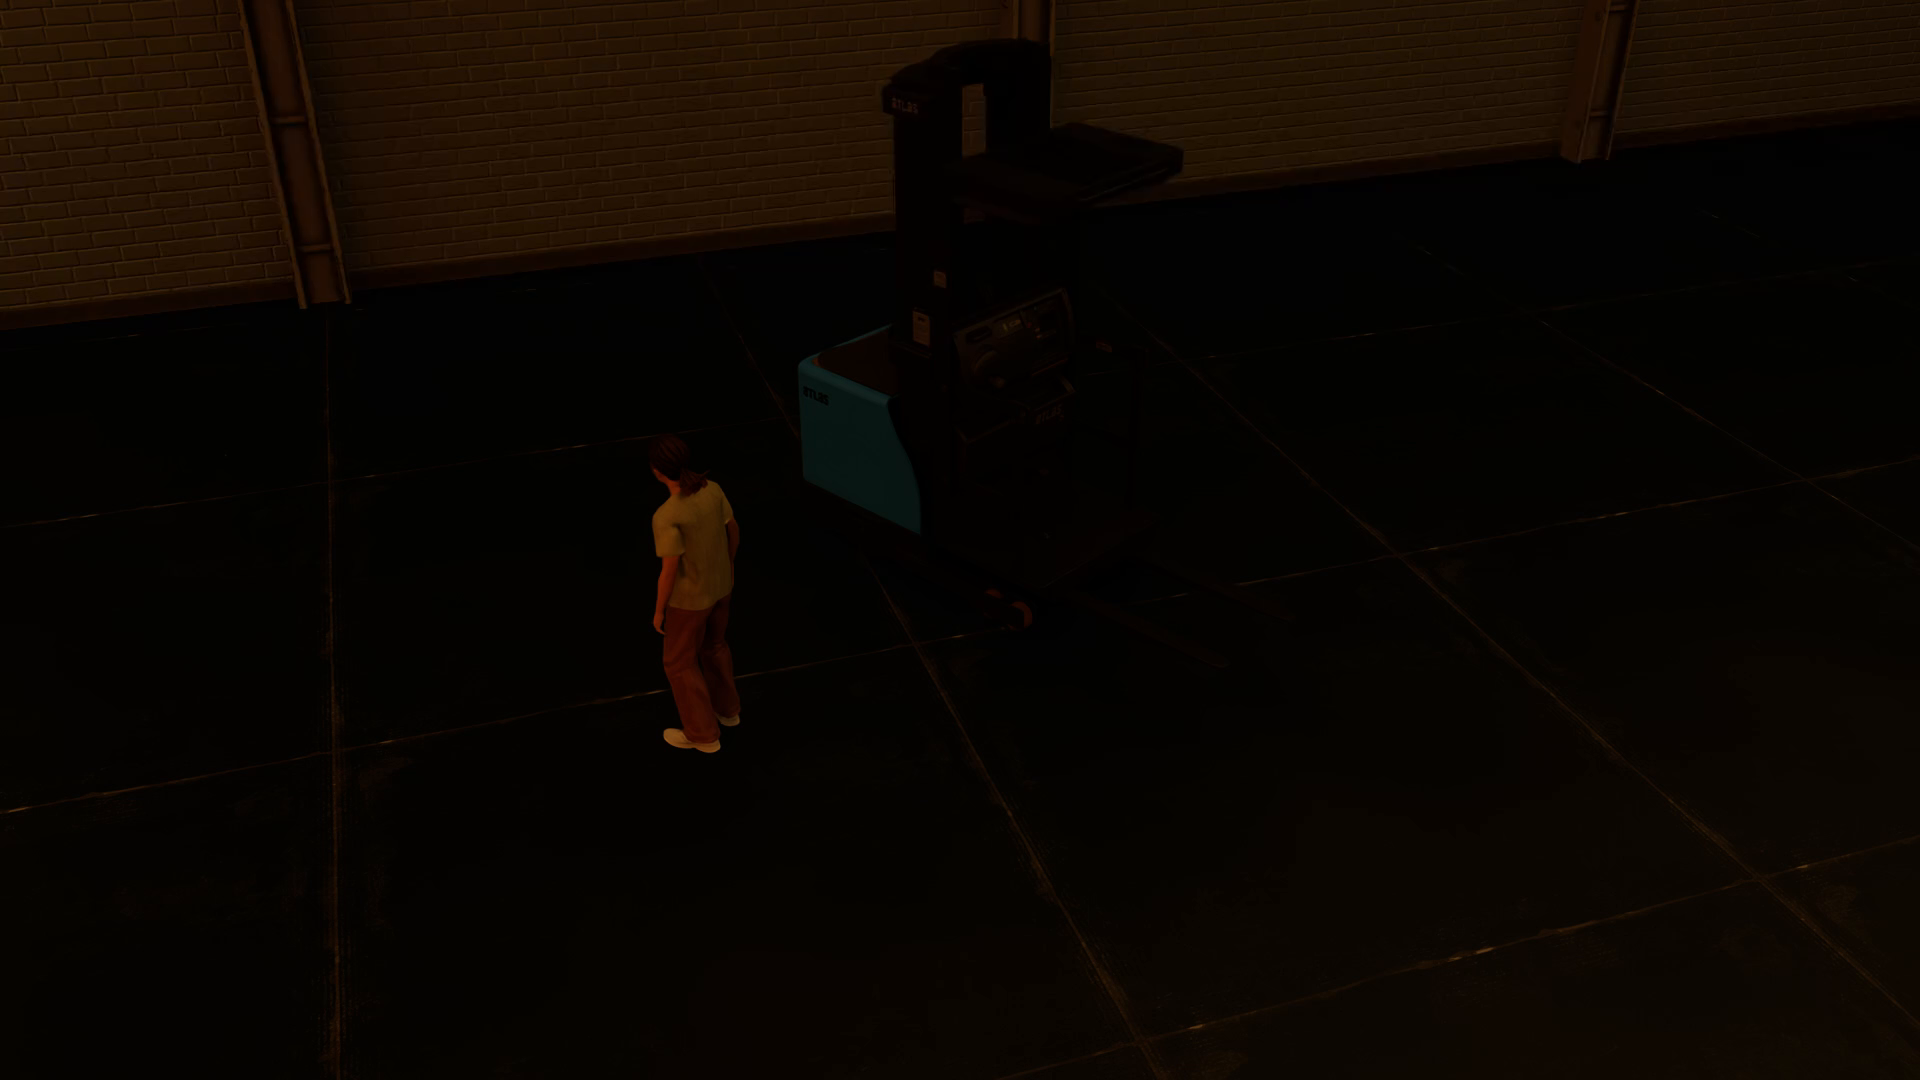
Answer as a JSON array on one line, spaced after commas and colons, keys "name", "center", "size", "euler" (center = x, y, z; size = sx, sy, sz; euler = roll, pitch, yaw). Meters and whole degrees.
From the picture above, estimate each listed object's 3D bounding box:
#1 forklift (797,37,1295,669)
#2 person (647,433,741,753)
[{"name": "forklift", "center": [0.454, -1.061, 8.932], "size": [3.031, 2.935, 1.130], "euler": [25, 38, 36]}, {"name": "person", "center": [-1.287, 0.248, 7.922], "size": [0.387, 1.670, 0.557], "euler": [17, 34, 27]}]
